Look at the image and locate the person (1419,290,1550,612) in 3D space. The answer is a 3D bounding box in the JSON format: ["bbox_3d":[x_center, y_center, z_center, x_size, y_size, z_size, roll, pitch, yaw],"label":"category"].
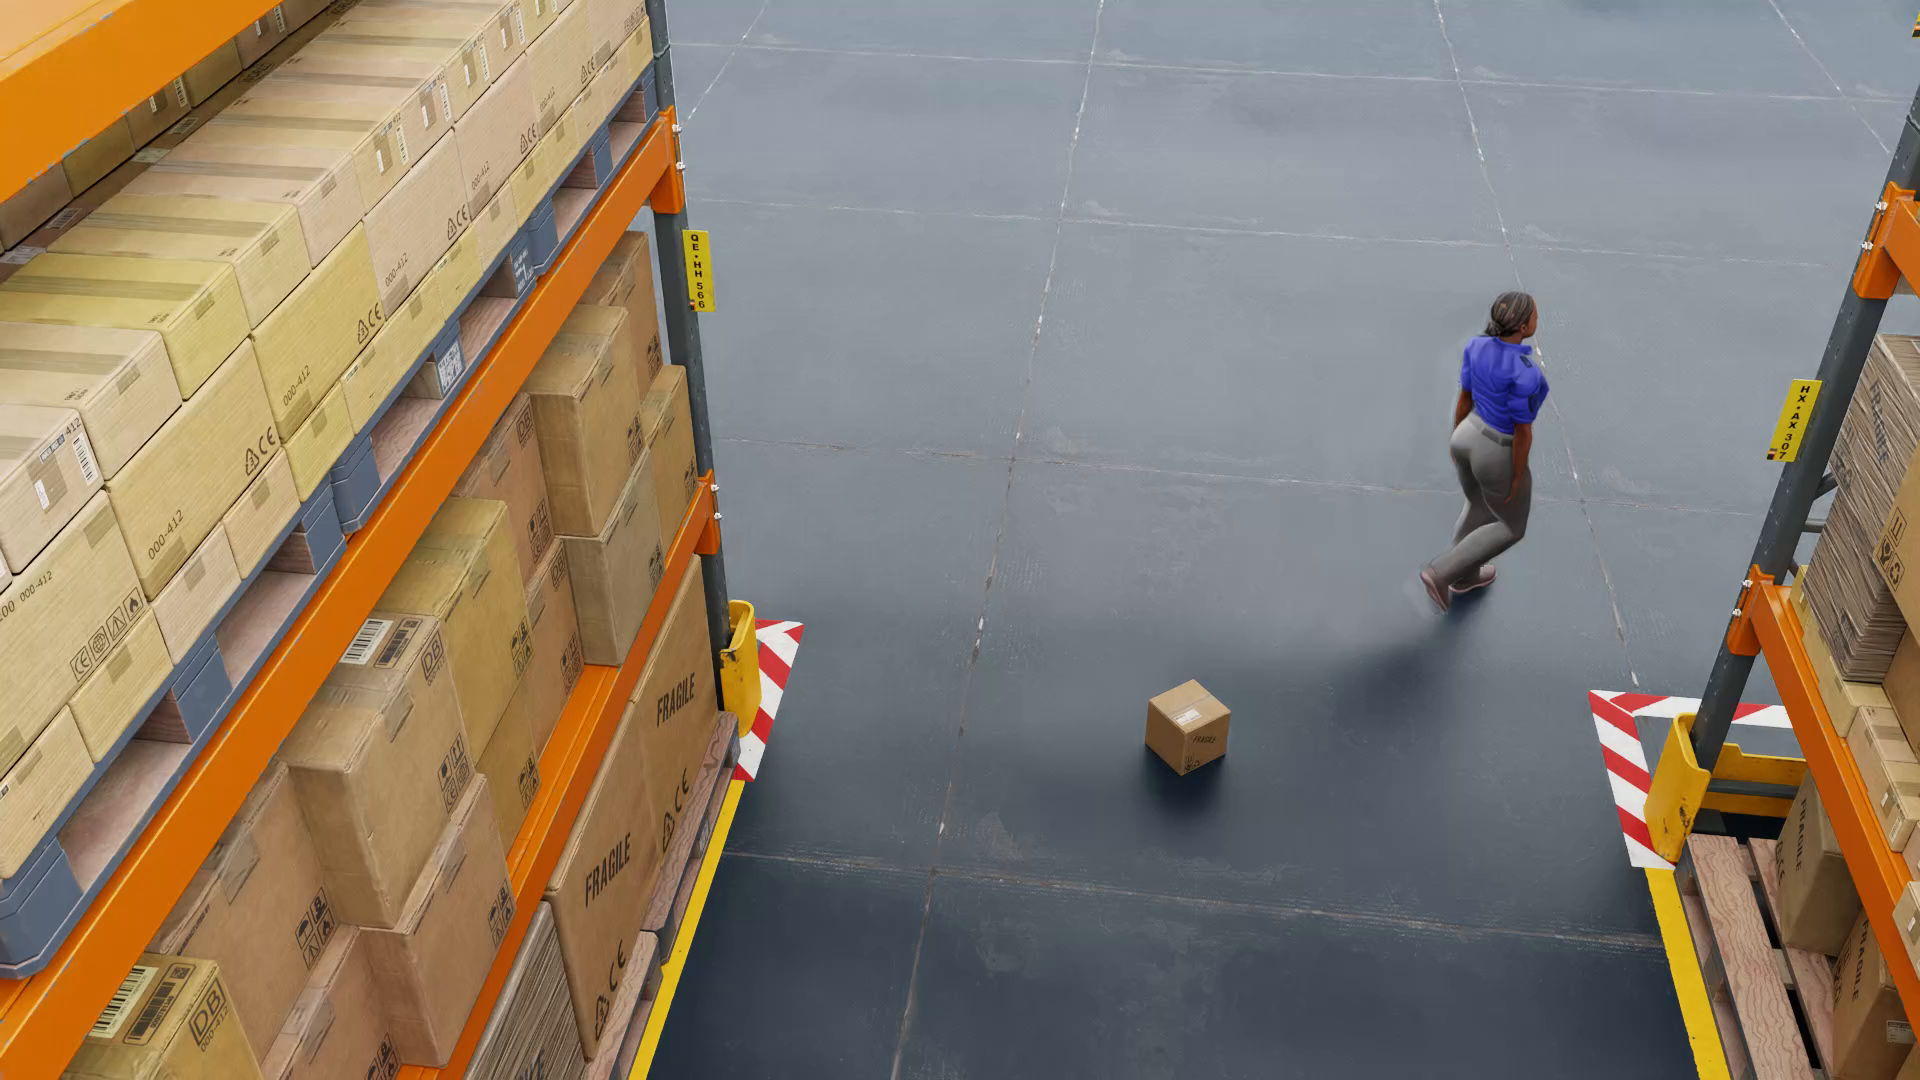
[{"bbox_3d":[2.372,-0.379,7.527,0.611,1.636,0.448,-16,39,-20],"label":"person"}]
